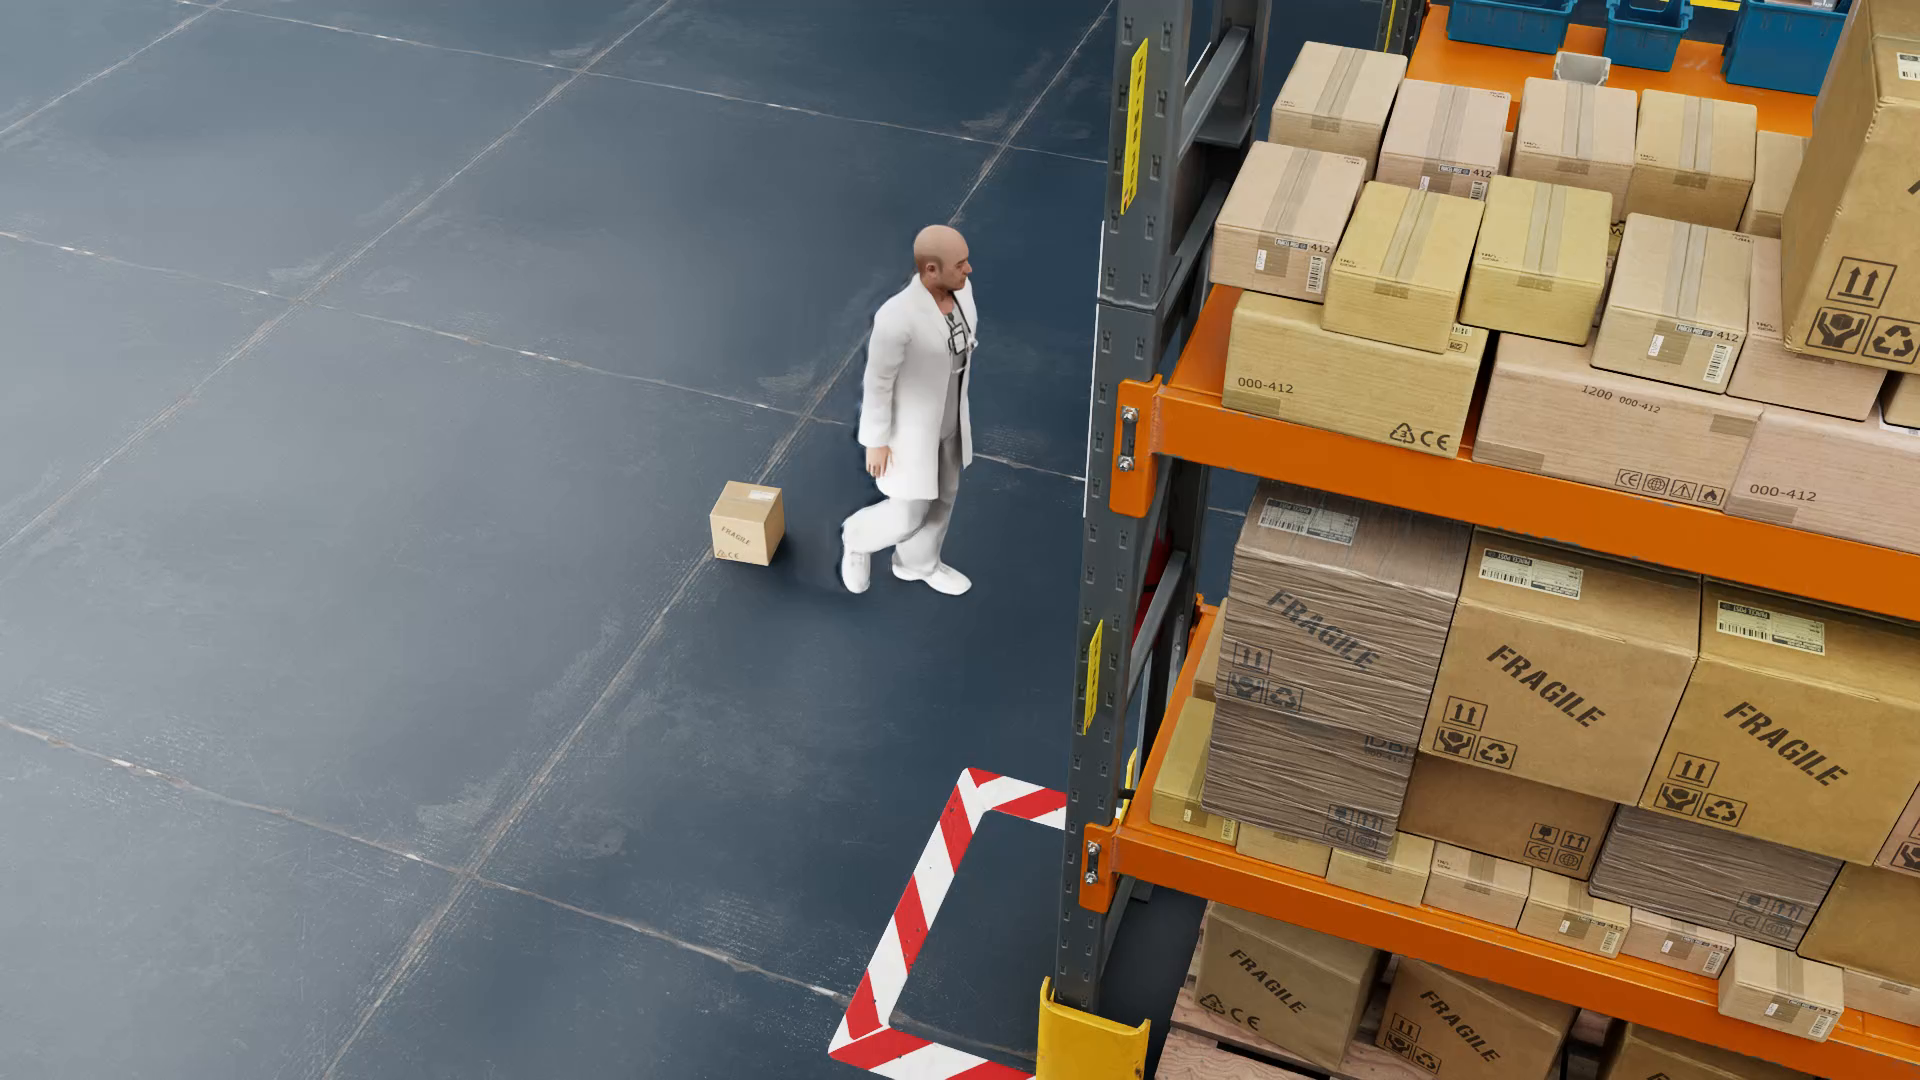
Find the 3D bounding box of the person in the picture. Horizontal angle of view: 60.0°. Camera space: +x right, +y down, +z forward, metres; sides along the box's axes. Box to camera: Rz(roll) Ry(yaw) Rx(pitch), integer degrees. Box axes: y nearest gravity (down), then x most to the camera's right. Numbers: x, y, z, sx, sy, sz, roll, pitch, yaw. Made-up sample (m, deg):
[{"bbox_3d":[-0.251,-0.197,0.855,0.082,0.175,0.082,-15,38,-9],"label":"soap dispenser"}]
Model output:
[{"bbox_3d":[-0.221,-0.508,6.750,0.600,1.772,0.623,26,47,27],"label":"person"}]
